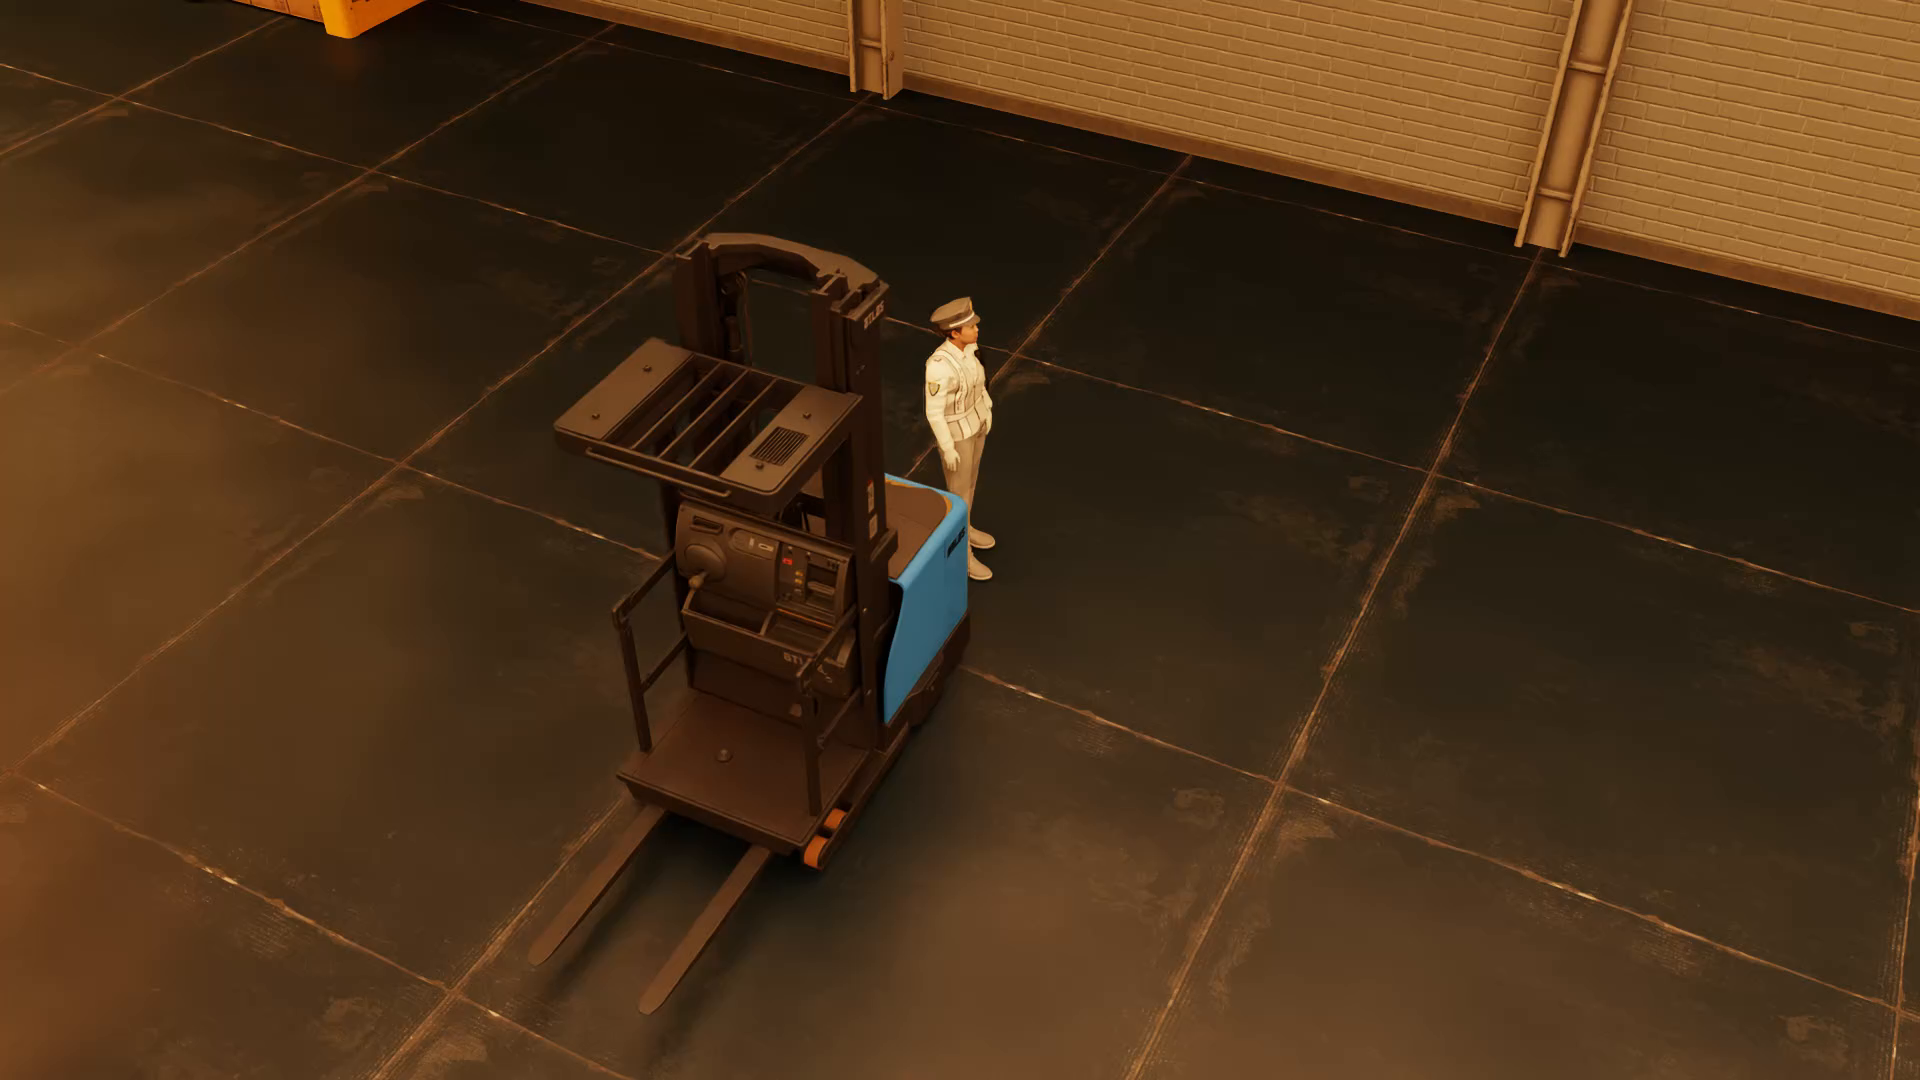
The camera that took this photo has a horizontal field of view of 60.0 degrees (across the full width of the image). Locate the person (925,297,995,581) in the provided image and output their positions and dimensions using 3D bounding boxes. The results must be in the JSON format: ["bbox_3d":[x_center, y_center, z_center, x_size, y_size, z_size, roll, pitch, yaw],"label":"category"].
[{"bbox_3d":[0.061,-0.629,9.686,0.509,1.693,0.602,17,43,19],"label":"person"}]

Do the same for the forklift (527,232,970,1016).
[{"bbox_3d":[-1.035,0.195,7.755,1.130,2.935,3.031,17,43,19],"label":"forklift"}]
